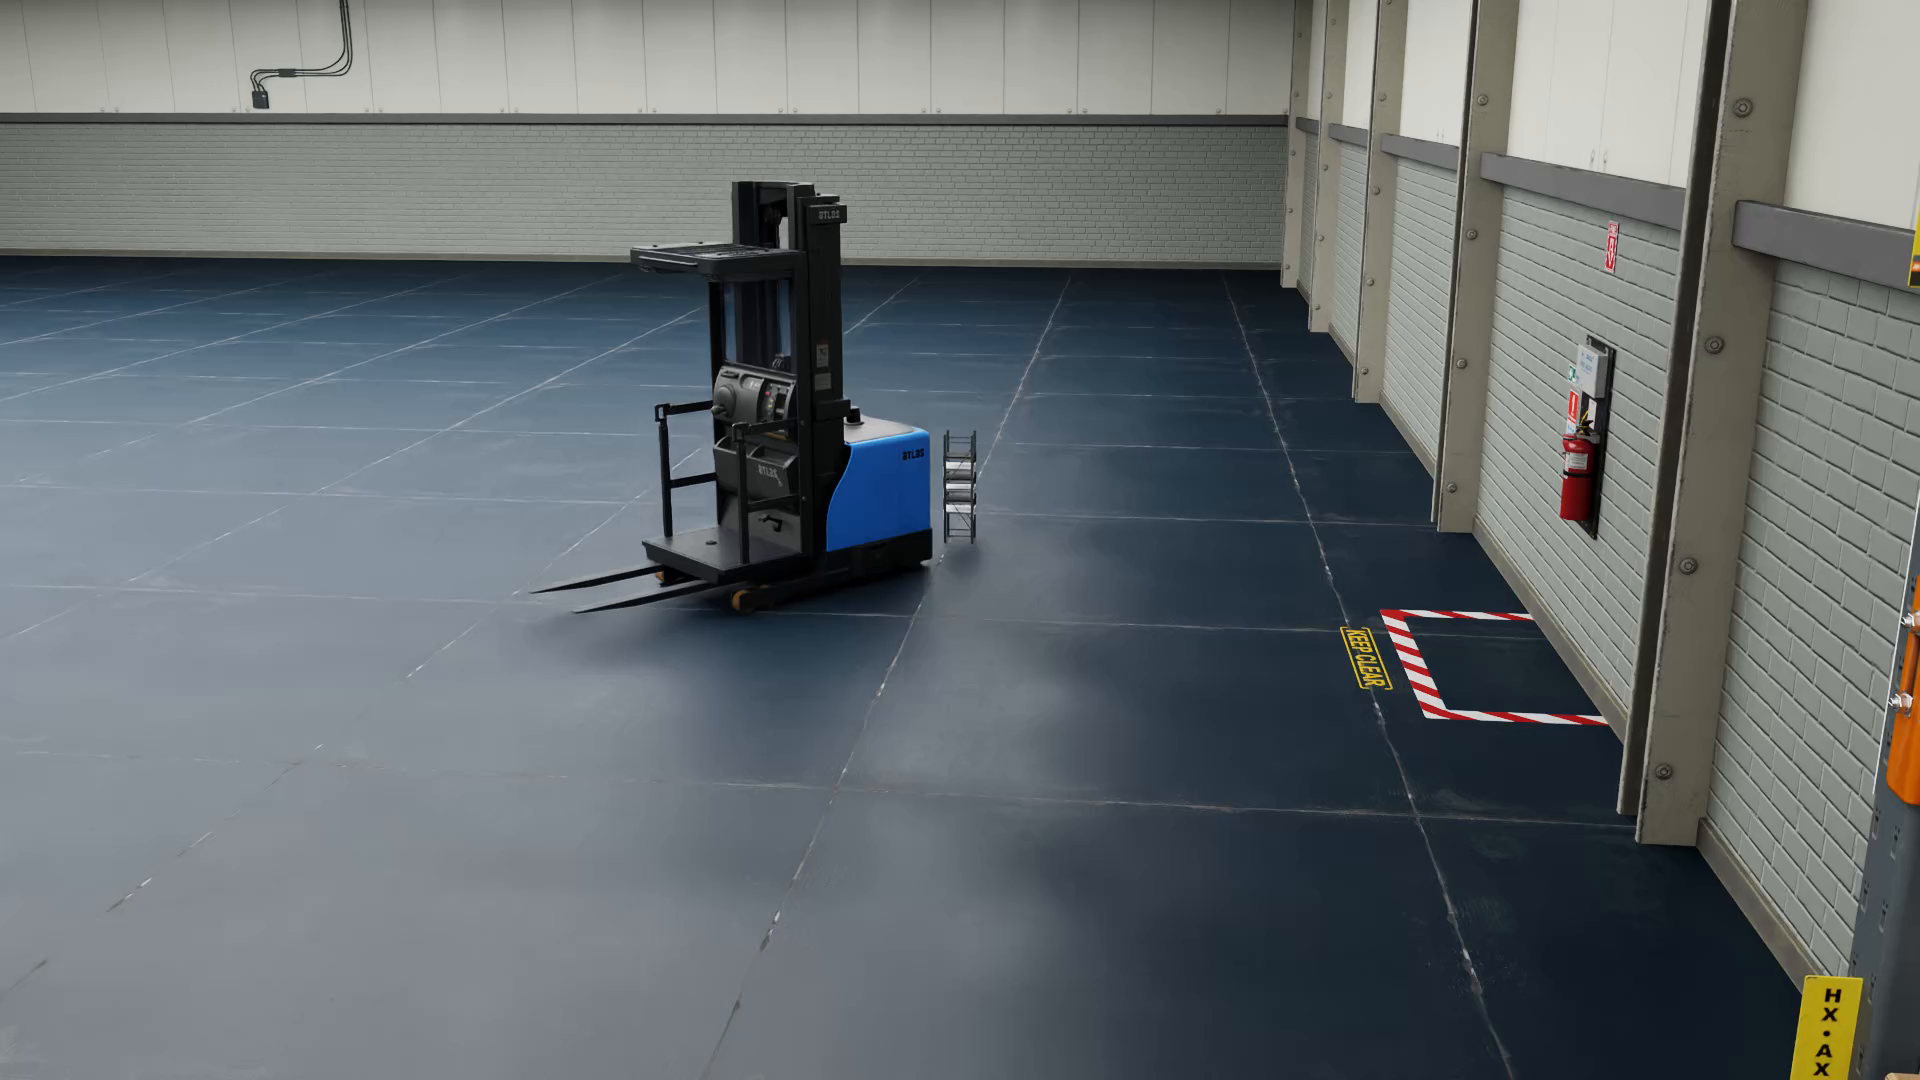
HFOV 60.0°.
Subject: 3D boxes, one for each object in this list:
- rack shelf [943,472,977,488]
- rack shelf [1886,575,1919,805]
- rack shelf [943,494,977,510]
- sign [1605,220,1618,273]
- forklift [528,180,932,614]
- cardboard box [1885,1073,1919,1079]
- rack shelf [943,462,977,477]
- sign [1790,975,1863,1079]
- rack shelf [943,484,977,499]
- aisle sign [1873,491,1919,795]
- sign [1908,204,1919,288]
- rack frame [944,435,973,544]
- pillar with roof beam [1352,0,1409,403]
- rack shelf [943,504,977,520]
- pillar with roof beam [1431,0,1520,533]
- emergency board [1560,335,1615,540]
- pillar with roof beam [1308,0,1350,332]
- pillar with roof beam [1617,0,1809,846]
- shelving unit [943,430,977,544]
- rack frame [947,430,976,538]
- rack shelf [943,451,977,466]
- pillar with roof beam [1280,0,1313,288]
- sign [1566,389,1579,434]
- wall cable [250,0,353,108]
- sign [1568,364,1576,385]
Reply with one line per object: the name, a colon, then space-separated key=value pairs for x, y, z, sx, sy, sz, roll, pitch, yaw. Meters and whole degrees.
rack shelf: x=-0.001 y=-0.487 z=13.522 sx=0.258 sy=0.077 sz=0.200 roll=2 pitch=15 yaw=6
rack shelf: x=1.819 y=0.760 z=0.736 sx=1.077 sy=0.370 sz=4.000 roll=2 pitch=15 yaw=6
rack shelf: x=-0.001 y=-0.313 z=13.569 sx=0.258 sy=0.077 sz=0.200 roll=2 pitch=15 yaw=6
sign: x=3.919 y=-1.765 z=10.002 sx=0.001 sy=0.298 sz=0.199 roll=2 pitch=15 yaw=6
forklift: x=-1.647 y=-1.048 z=11.924 sx=3.031 sy=2.935 sz=1.130 roll=-13 pitch=20 yaw=-40
cardboard box: x=1.692 y=1.158 z=2.446 sx=0.500 sy=0.500 sz=0.500 roll=2 pitch=15 yaw=6
rack shelf: x=-0.001 y=-0.574 z=13.499 sx=0.258 sy=0.077 sz=0.200 roll=2 pitch=15 yaw=6
sign: x=1.505 y=0.908 z=2.898 sx=0.100 sy=0.325 sz=0.005 roll=2 pitch=15 yaw=6
rack shelf: x=-0.001 y=-0.400 z=13.546 sx=0.258 sy=0.077 sz=0.200 roll=2 pitch=15 yaw=6
aisle sign: x=1.755 y=0.060 z=2.715 sx=0.394 sy=0.787 sz=0.004 roll=2 pitch=15 yaw=6
sign: x=1.505 y=-0.544 z=2.506 sx=0.100 sy=0.325 sz=0.005 roll=2 pitch=15 yaw=6
rack frame: x=-0.012 y=-0.406 z=13.439 sx=0.240 sy=0.900 sz=0.006 roll=2 pitch=15 yaw=6
pillar with roof beam: x=0.579 y=-6.142 z=19.137 sx=9.100 sy=9.000 sz=0.400 roll=2 pitch=15 yaw=6
rack shelf: x=-0.001 y=-0.226 z=13.592 sx=0.258 sy=0.077 sz=0.200 roll=2 pitch=15 yaw=6
pillar with roof beam: x=-0.098 y=-4.586 z=13.382 sx=9.100 sy=9.000 sz=0.400 roll=2 pitch=15 yaw=6
emergency board: x=3.819 y=-0.647 z=10.308 sx=0.194 sy=1.169 sz=0.643 roll=2 pitch=15 yaw=6
pillar with roof beam: x=1.256 y=-7.698 z=24.892 sx=9.100 sy=9.000 sz=0.400 roll=2 pitch=15 yaw=6
pillar with roof beam: x=-0.775 y=-3.030 z=7.627 sx=9.100 sy=9.000 sz=0.400 roll=2 pitch=15 yaw=6
shelving unit: x=-0.001 y=-0.432 z=13.537 sx=0.258 sy=0.900 sz=0.210 roll=2 pitch=15 yaw=6
rack frame: x=0.011 y=-0.459 z=13.634 sx=0.240 sy=0.900 sz=0.006 roll=2 pitch=15 yaw=6
rack shelf: x=-0.001 y=-0.661 z=13.475 sx=0.258 sy=0.077 sz=0.200 roll=2 pitch=15 yaw=6
pillar with roof beam: x=1.933 y=-9.254 z=30.647 sx=9.100 sy=9.000 sz=0.400 roll=2 pitch=15 yaw=6
sign: x=3.984 y=-0.804 z=10.822 sx=0.001 sy=0.329 sz=0.234 roll=2 pitch=15 yaw=6
wall cable: x=-14.011 y=-12.139 z=34.798 sx=2.305 sy=6.003 sz=0.169 roll=2 pitch=15 yaw=6
sign: x=3.974 y=-1.059 z=10.750 sx=0.001 sy=0.109 sz=0.331 roll=2 pitch=15 yaw=6
